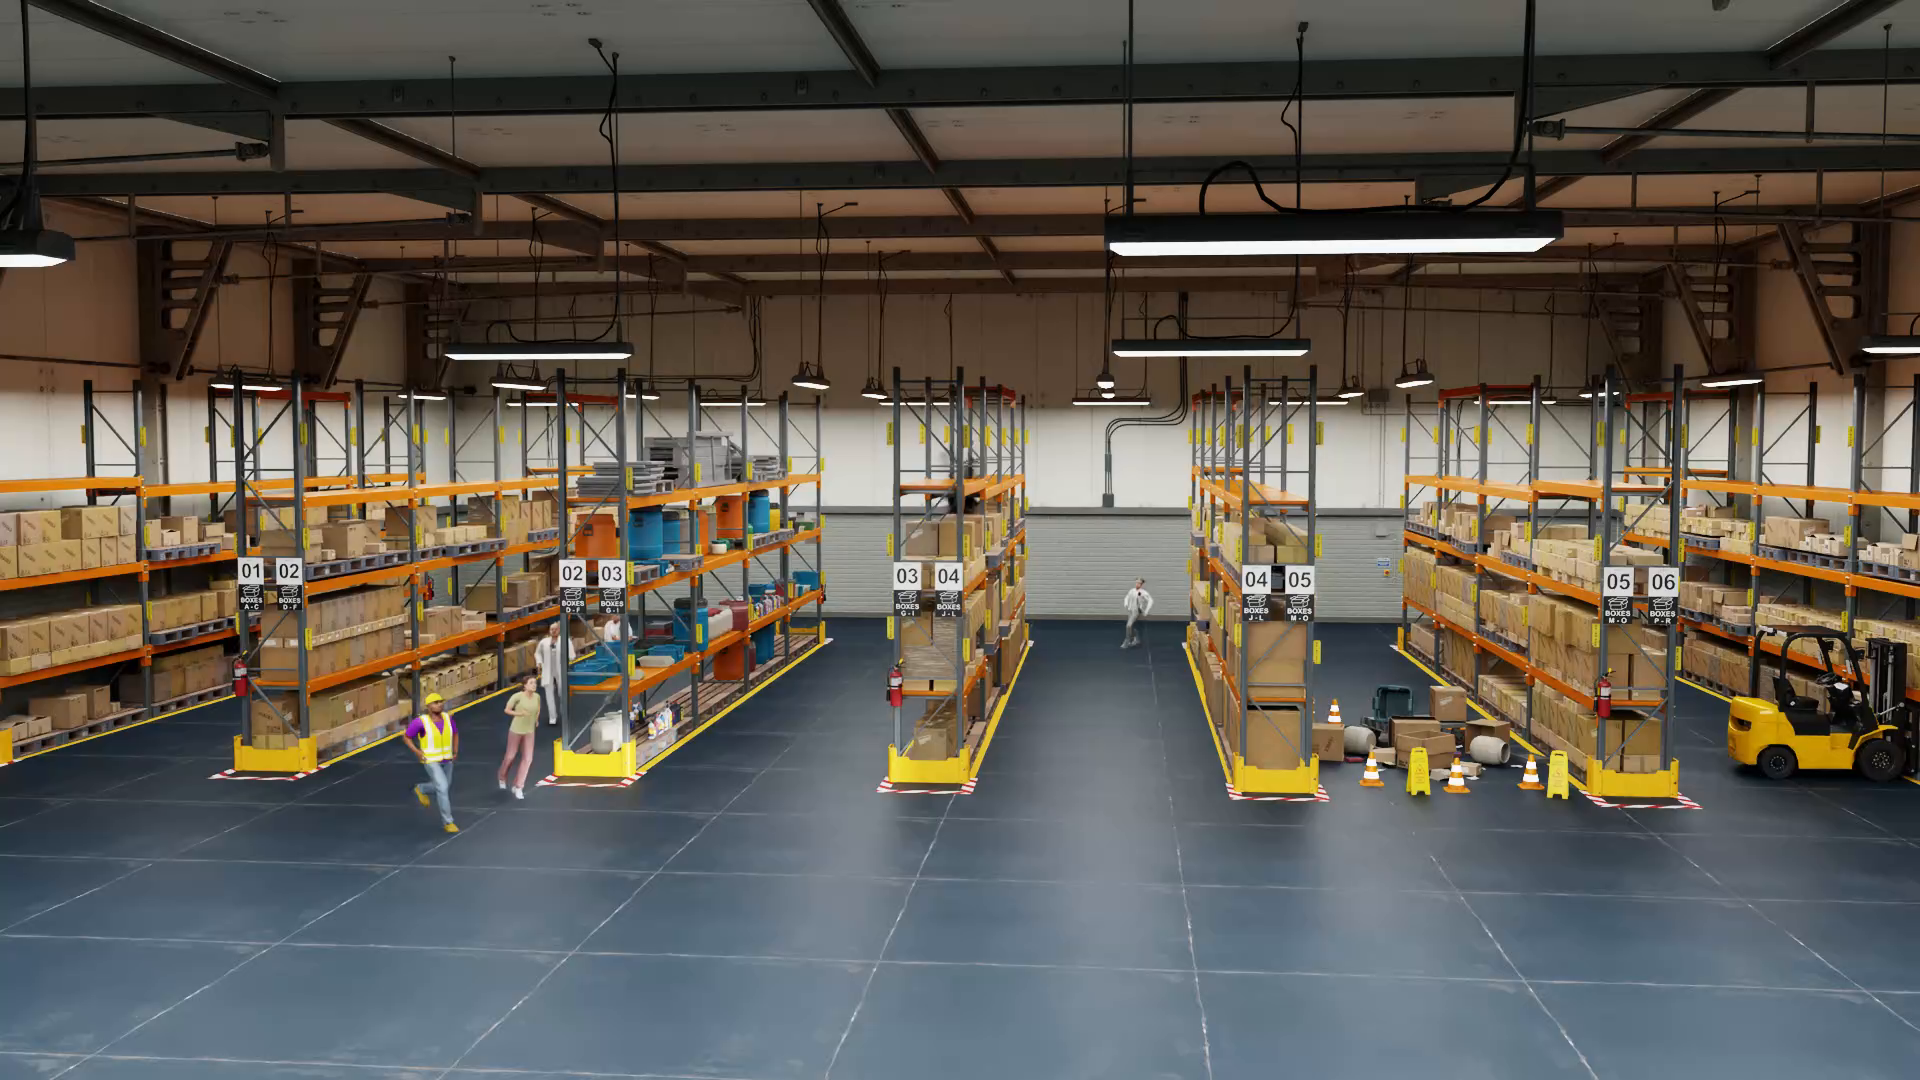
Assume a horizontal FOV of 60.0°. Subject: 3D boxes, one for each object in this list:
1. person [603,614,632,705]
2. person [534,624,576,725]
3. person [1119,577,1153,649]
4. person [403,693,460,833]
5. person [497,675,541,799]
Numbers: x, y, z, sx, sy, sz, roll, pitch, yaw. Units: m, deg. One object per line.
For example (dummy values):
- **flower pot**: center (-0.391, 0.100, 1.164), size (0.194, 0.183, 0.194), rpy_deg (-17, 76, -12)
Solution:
- **person**: center (-6.471, 2.162, 31.356), size (0.643, 1.833, 0.848), rpy_deg (0, 4, 6)
- **person**: center (-7.090, 2.328, 29.062), size (0.715, 1.734, 0.762), rpy_deg (0, 4, -6)
- **person**: center (4.114, 1.731, 39.387), size (0.743, 1.694, 0.650), rpy_deg (-3, 5, -41)
- **person**: center (-6.724, 2.830, 21.335), size (1.029, 1.752, 0.678), rpy_deg (3, 4, 37)
- **person**: center (-6.120, 2.725, 23.376), size (0.591, 1.659, 0.848), rpy_deg (-2, 4, -33)
